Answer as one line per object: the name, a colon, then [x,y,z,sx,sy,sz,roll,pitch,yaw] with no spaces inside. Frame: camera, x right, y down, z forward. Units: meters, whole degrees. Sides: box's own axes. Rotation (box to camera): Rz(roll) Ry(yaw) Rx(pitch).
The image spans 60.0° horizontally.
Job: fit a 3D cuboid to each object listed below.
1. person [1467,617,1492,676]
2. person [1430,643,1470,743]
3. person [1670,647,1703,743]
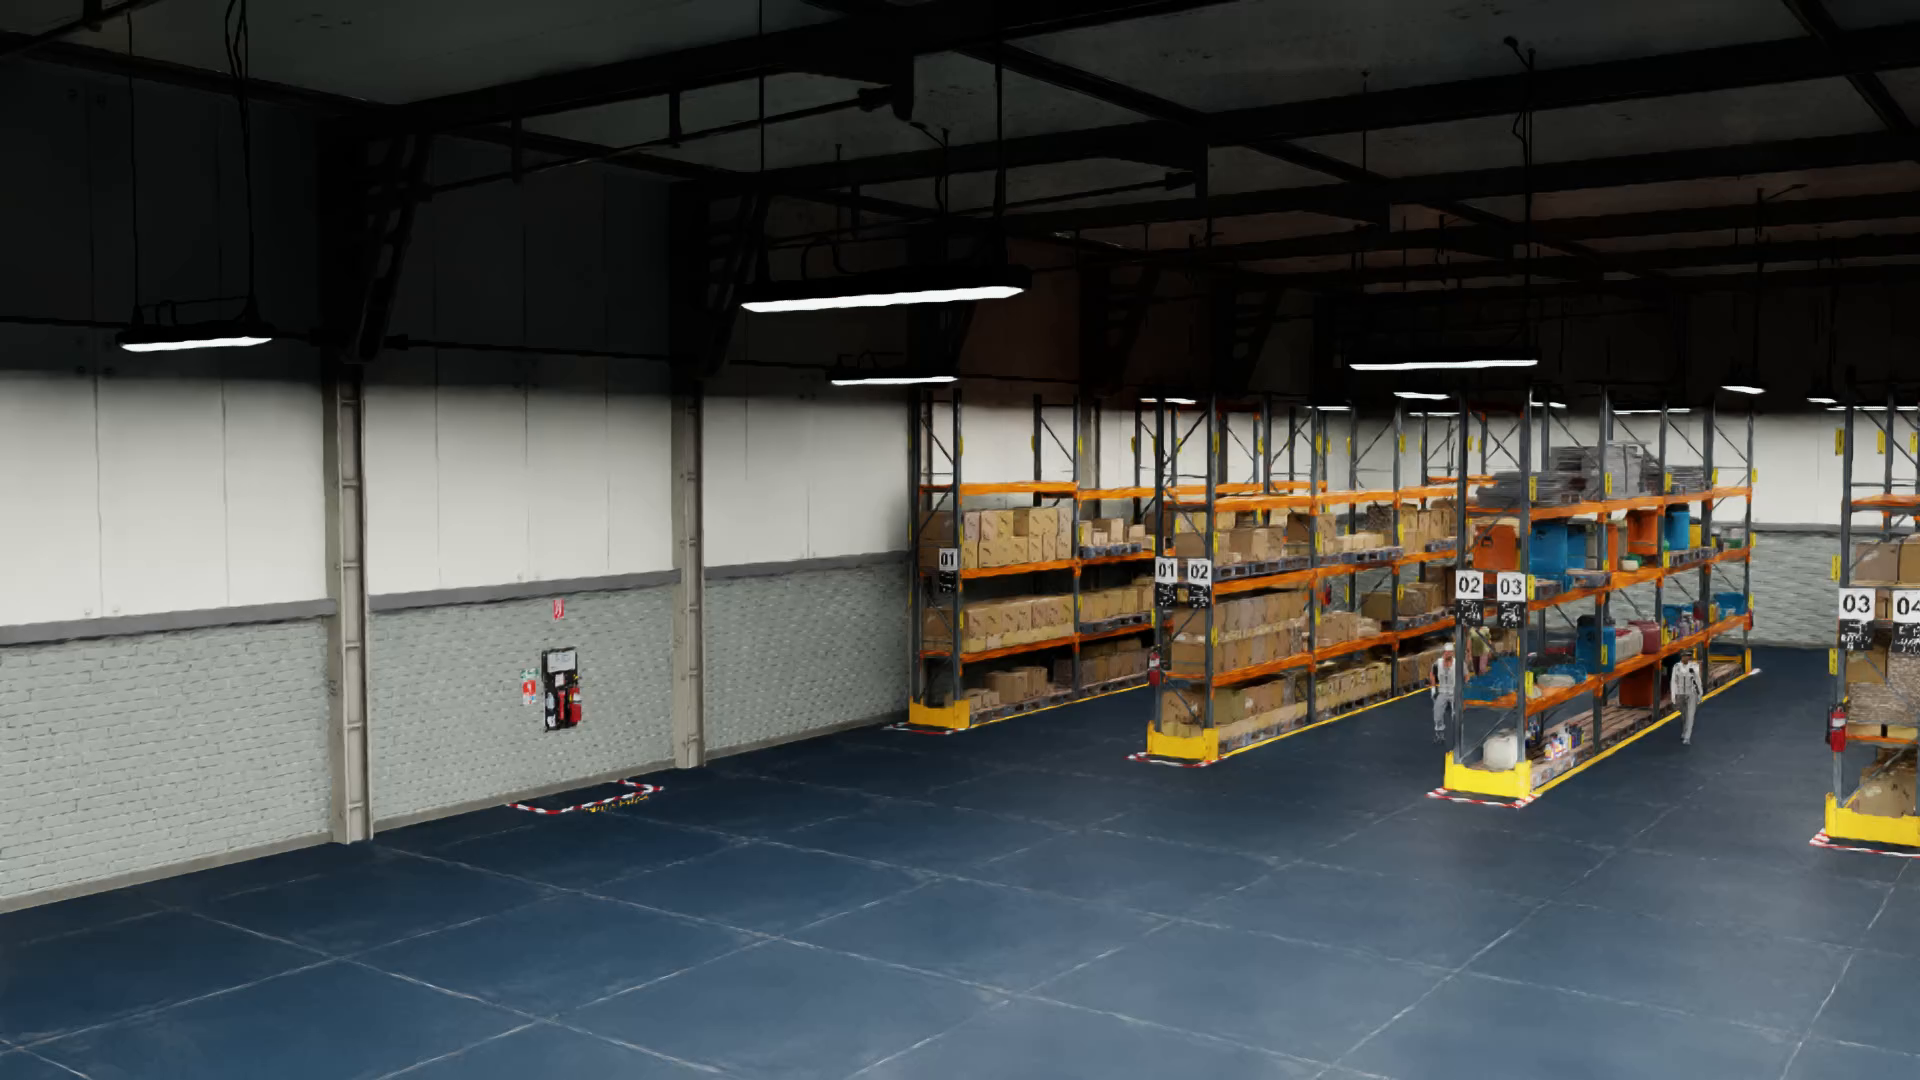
person: [10.449,2.275,33.526,0.451,1.583,1.099,2,4,33]
person: [8.140,2.562,27.681,0.677,1.742,0.552,2,4,34]
person: [12.235,2.588,28.060,0.495,1.589,1.086,3,4,38]
